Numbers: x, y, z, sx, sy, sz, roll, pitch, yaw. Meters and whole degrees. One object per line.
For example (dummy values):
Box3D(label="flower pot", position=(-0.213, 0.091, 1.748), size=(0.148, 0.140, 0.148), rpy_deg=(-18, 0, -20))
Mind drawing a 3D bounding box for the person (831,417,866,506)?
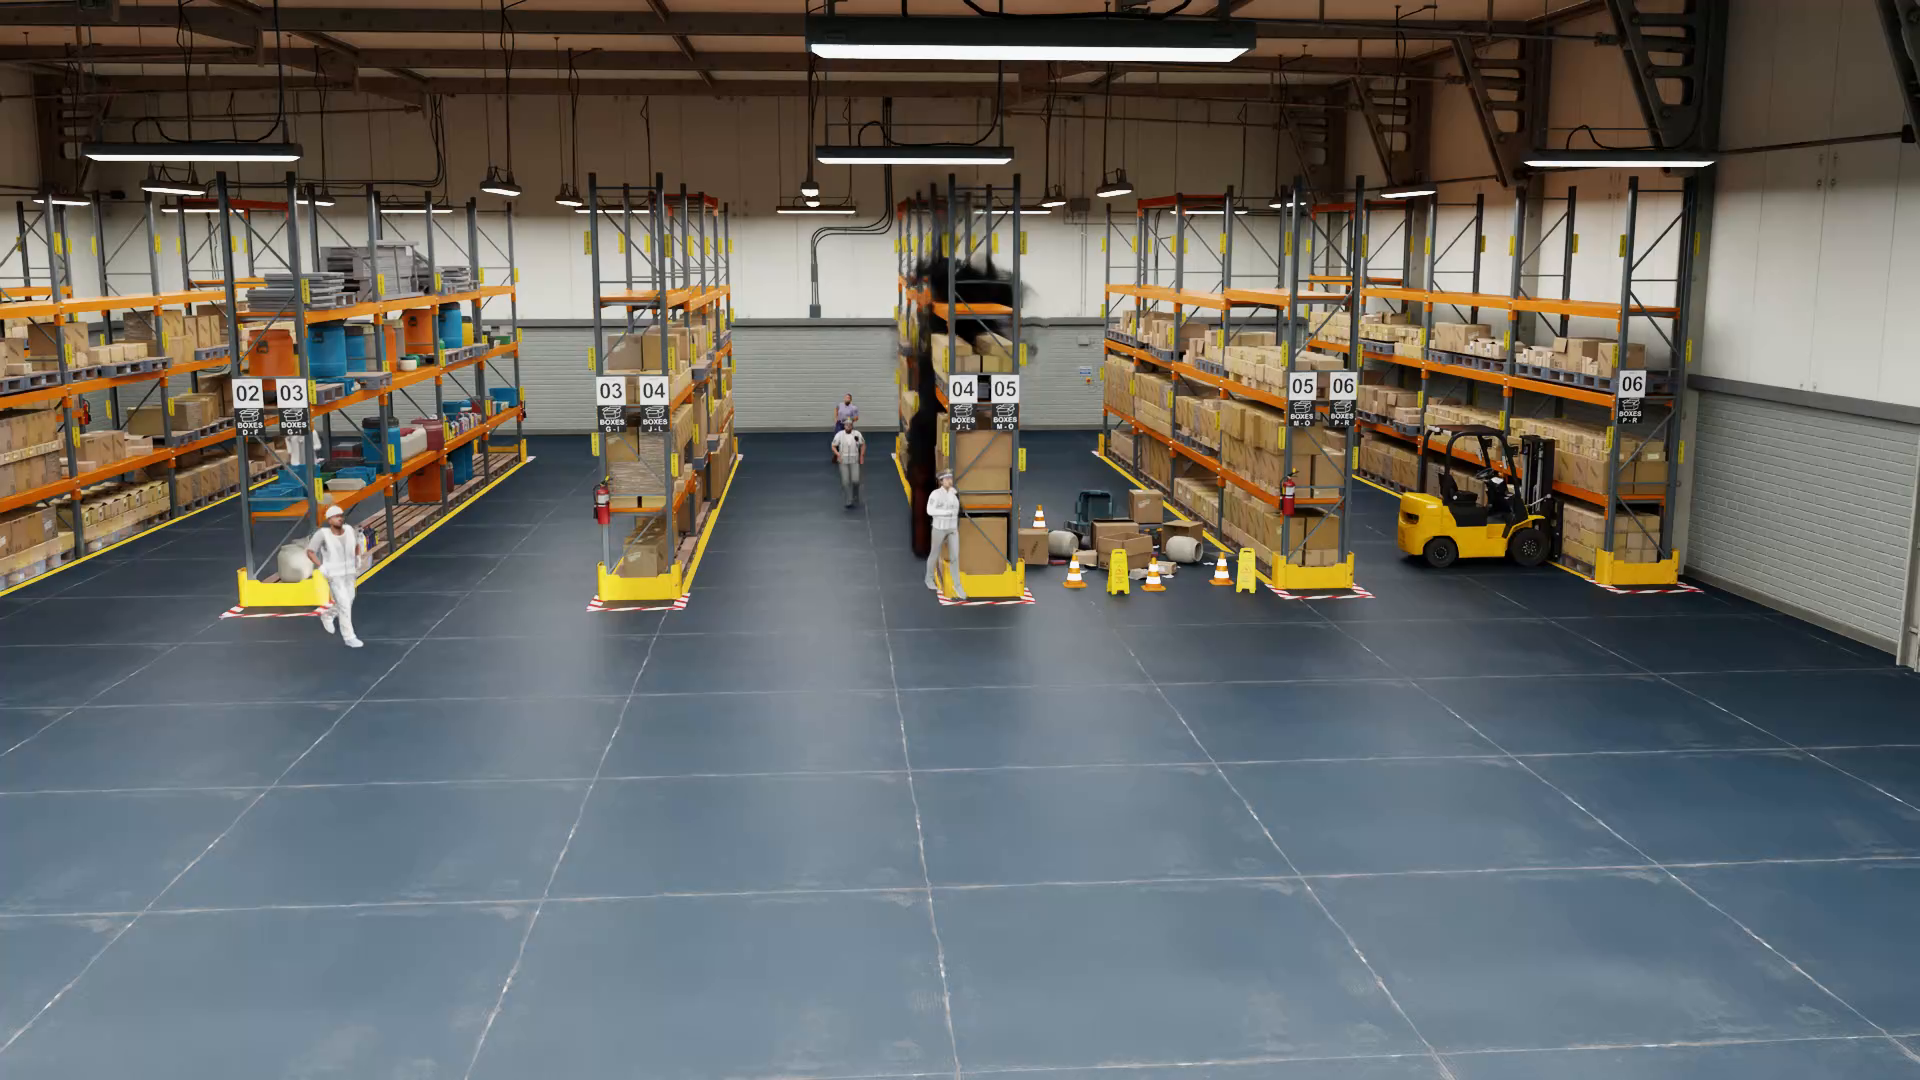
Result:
Box3D(label="person", position=(-2.162, -1.529, 32.314), size=(0.675, 1.742, 0.592), rpy_deg=(-1, 10, -5))

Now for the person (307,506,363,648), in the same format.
Box3D(label="person", position=(-7.874, 0.436, 21.028), size=(0.887, 1.773, 0.676), rpy_deg=(7, 12, 36))

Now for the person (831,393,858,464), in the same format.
Box3D(label="person", position=(-2.680, -2.600, 38.855), size=(0.656, 1.659, 0.650), rpy_deg=(1, 10, 5))

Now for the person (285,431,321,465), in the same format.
Box3D(label="person", position=(-12.613, -1.483, 31.993), size=(0.649, 1.805, 1.025), rpy_deg=(-3, 11, -18))

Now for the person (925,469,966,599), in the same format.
Box3D(label="person", position=(-0.208, -0.107, 22.763), size=(0.610, 1.771, 0.730), rpy_deg=(-7, 12, -34))
